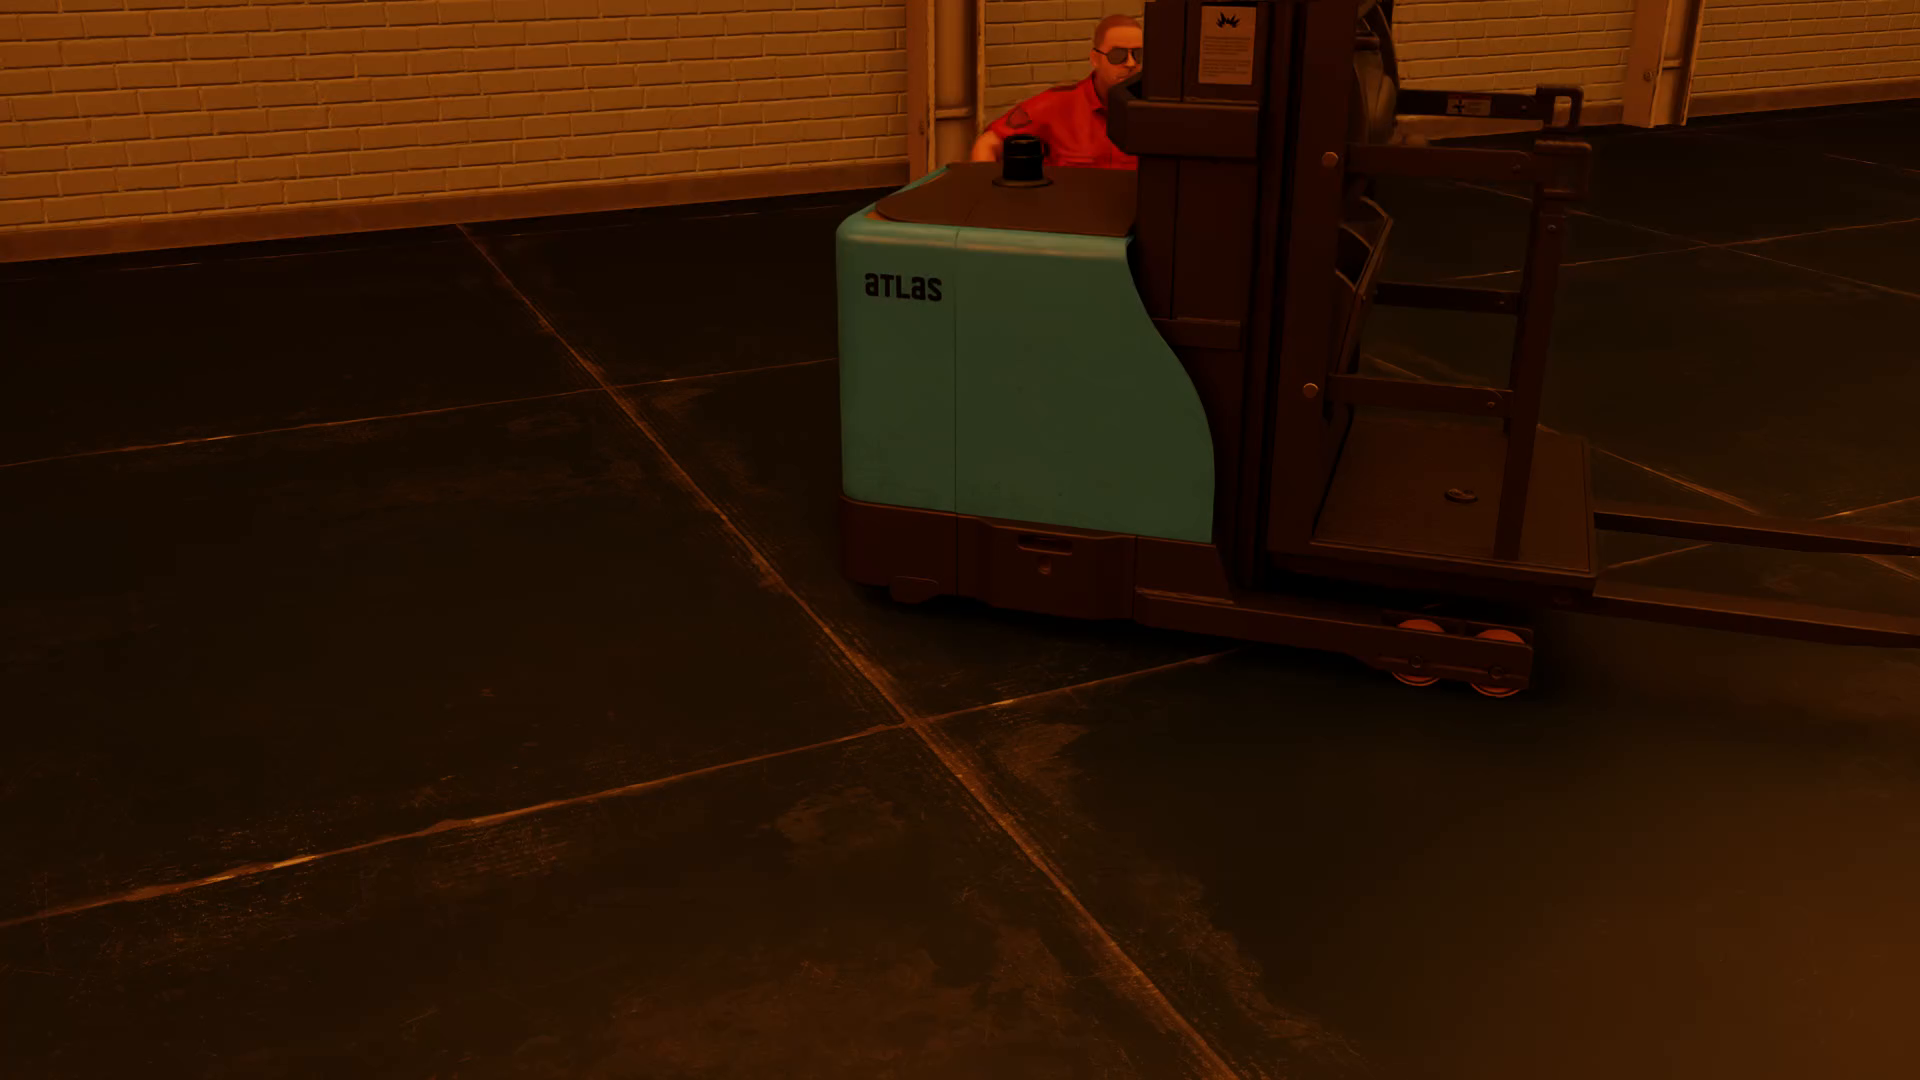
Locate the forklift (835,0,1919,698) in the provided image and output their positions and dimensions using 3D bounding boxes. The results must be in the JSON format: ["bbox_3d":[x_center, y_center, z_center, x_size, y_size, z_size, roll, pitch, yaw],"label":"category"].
[{"bbox_3d":[1.234,-1.189,4.148,3.031,2.935,1.130,7,24,17],"label":"forklift"}]

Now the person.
[{"bbox_3d":[0.512,-0.853,5.232,0.881,1.491,0.846,-7,24,-16],"label":"person"}]
